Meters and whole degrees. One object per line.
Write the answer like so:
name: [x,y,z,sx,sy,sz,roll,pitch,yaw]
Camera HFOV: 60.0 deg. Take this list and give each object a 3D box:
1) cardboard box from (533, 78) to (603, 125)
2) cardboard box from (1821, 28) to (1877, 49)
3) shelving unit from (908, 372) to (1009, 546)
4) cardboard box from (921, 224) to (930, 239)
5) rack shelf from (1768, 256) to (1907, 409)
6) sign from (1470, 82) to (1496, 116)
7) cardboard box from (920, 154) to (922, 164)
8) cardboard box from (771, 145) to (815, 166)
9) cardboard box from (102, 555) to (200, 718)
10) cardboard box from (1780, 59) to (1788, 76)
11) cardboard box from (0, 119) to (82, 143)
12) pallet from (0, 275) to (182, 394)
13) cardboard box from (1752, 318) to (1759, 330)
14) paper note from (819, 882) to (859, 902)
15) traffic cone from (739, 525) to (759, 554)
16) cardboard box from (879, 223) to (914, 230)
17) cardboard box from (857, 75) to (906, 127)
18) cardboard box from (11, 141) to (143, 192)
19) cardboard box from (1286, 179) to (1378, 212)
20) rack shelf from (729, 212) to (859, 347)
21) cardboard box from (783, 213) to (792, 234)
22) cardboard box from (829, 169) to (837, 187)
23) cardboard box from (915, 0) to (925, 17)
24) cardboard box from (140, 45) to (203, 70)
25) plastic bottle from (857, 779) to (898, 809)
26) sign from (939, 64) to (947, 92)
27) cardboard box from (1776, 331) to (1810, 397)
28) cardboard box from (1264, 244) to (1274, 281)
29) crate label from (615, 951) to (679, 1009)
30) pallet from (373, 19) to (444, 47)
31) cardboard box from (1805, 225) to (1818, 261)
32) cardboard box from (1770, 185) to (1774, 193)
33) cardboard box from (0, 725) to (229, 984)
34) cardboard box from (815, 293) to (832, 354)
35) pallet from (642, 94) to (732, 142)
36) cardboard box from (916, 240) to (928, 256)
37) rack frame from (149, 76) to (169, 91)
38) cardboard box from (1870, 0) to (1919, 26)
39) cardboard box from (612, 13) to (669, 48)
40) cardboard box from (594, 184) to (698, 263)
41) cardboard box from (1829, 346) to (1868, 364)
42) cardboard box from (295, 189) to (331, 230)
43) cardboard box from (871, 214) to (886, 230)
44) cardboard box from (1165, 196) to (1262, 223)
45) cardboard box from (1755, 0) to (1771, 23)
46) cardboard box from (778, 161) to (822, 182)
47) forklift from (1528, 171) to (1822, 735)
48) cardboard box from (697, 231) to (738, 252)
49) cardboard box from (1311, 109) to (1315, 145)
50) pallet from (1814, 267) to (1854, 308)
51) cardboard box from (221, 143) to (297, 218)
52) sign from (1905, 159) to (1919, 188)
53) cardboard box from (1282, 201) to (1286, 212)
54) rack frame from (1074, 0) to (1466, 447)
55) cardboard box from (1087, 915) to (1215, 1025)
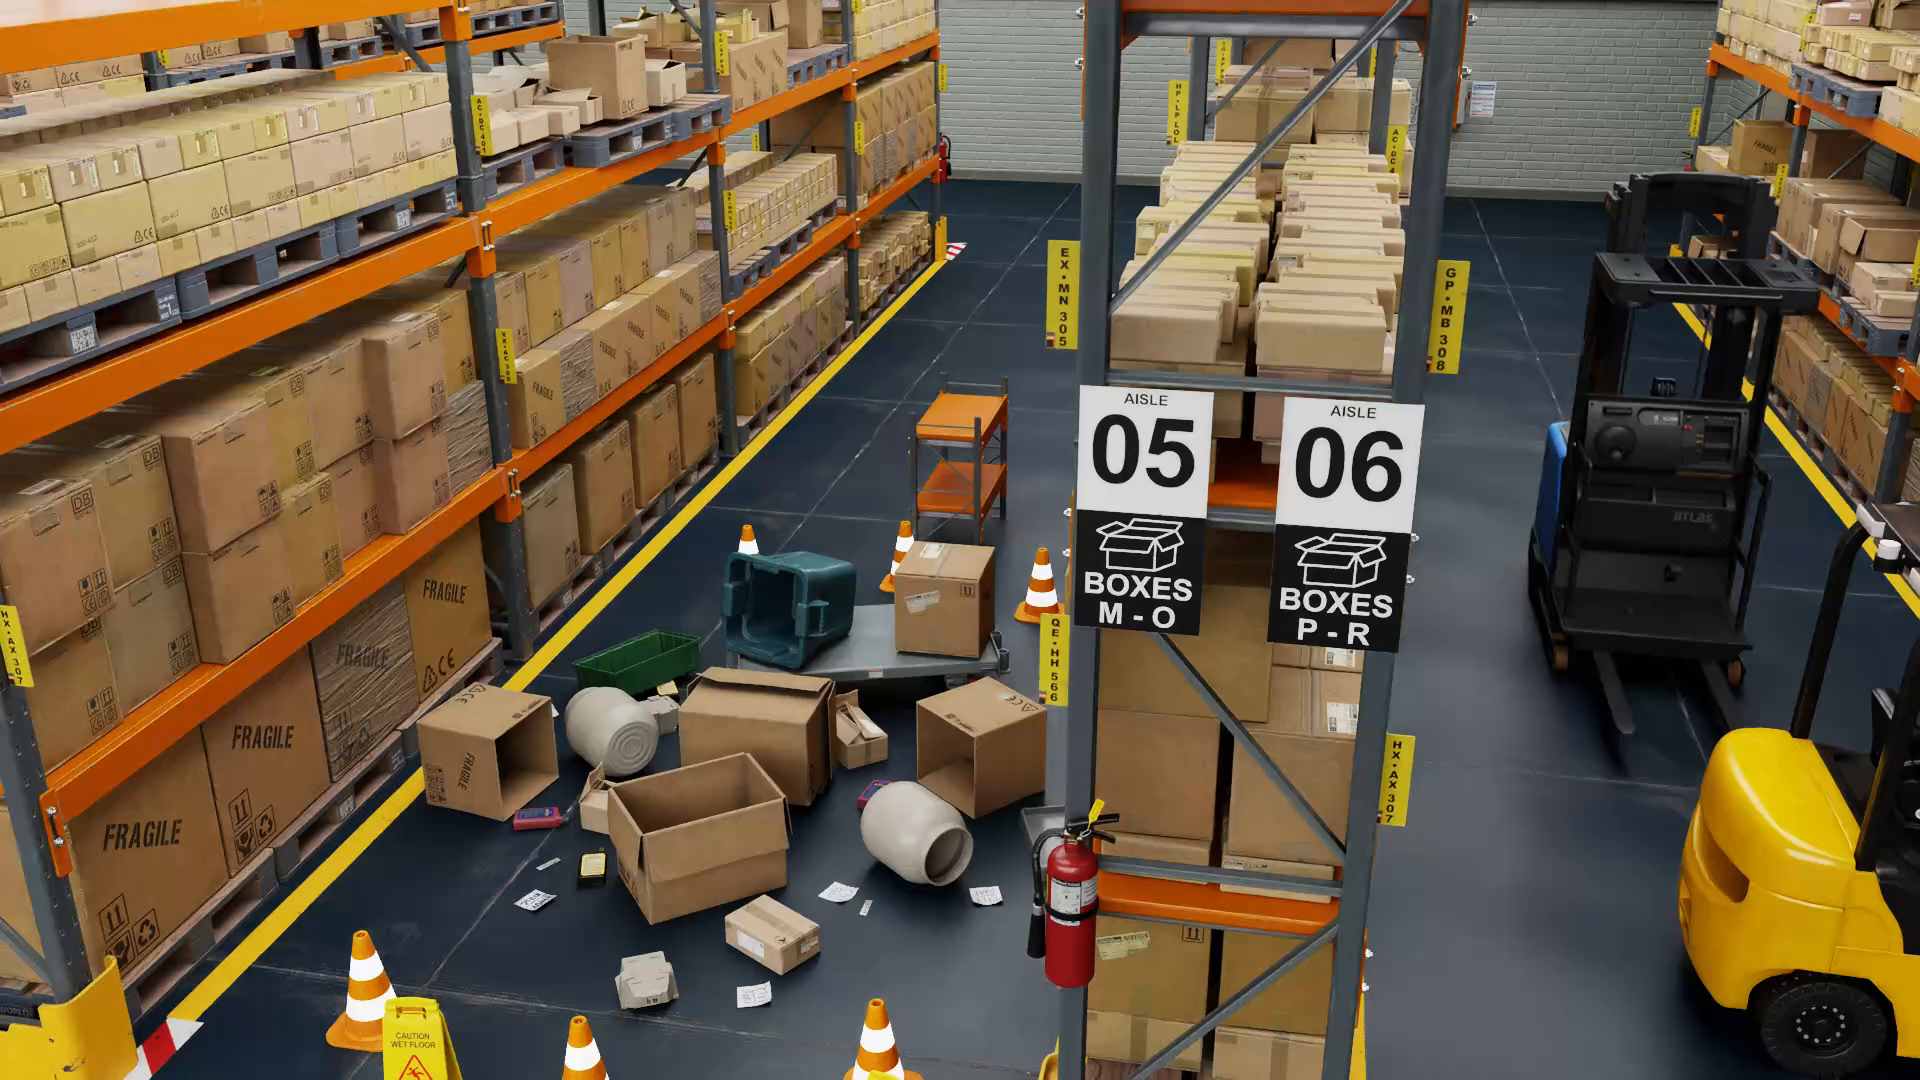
cardboard box: [-2.613,-2.918,11.052,0.396,0.266,0.258,4,22,11]
cardboard box: [7.588,-4.273,14.176,0.380,0.149,0.250,4,22,10]
shelving unit: [0.001,-0.524,12.150,0.538,1.125,1.048,4,22,11]
cardboard box: [-0.582,-3.864,20.787,0.380,0.149,0.250,4,22,9]
rack shelf: [7.748,-1.822,13.827,1.077,0.370,4.000,4,22,11]
sign: [7.793,-6.572,24.784,0.329,0.494,0.001,4,22,11]
cardboard box: [-0.668,-4.630,20.170,0.380,0.149,0.250,4,22,10]
cardboard box: [-1.748,-3.988,17.708,0.500,0.500,0.500,4,22,11]
cardboard box: [-3.897,0.372,7.214,0.875,0.550,0.550,4,22,11]
cardboard box: [8.057,-4.503,15.841,0.380,0.149,0.250,5,23,13]
cardboard box: [-4.022,-1.716,7.158,0.380,0.149,0.250,4,22,10]
pallet: [-3.878,-0.839,6.524,1.003,0.211,1.213,4,22,11]
cardboard box: [8.055,-2.171,16.826,0.396,0.266,0.258,5,23,13]
paper note: [-0.588,1.710,8.082,0.148,0.019,0.142,13,25,29]
traffic cone: [-1.451,0.122,11.431,0.336,0.463,0.334,4,22,11]
cardboard box: [-0.765,-3.722,20.037,0.380,0.149,0.250,4,22,9]
cardboard box: [-0.909,-4.960,18.783,0.500,0.500,0.500,4,22,9]
cardboard box: [-3.483,-1.478,6.565,0.380,0.149,0.250,5,22,11]
cardboard box: [1.615,-1.469,7.239,0.380,0.149,0.250,4,22,10]
rack shelf: [-1.978,-2.540,15.608,1.077,0.370,4.000,4,22,11]
cardboard box: [-1.775,-2.949,15.434,0.380,0.149,0.250,4,22,9]
cardboard box: [-1.458,-3.661,16.804,0.380,0.149,0.250,5,23,13]
cardboard box: [-0.702,-6.247,19.365,0.500,0.250,0.500,4,22,9]
cardboard box: [-7.167,-4.420,14.597,0.797,0.503,0.637,6,23,14]
plastic bottle: [-0.435,1.353,8.912,0.133,0.061,0.283,8,23,20]
sign: [-0.215,-5.702,20.523,0.100,0.325,0.005,4,22,11]
cardboard box: [7.738,-1.568,15.015,0.500,0.500,0.500,4,22,10]
cardboard box: [1.310,-1.328,7.957,0.380,0.149,0.250,4,22,11]
crate label: [-1.384,1.944,7.344,0.250,0.136,0.298,-7,23,-17]
pallet: [-6.228,-5.669,18.517,1.003,0.211,1.213,4,22,11]
cardboard box: [7.497,-2.541,14.266,0.396,0.266,0.258,6,23,14]
cardboard box: [8.109,-3.345,16.447,0.500,0.250,0.500,5,22,11]
cardboard box: [-3.945,1.321,7.339,0.875,0.875,0.875,5,22,11]
cardboard box: [-1.580,-2.163,16.493,0.500,0.500,0.500,4,22,10]
pallet: [-2.466,-3.206,12.537,1.213,0.211,1.003,6,23,13]
cardboard box: [-0.611,-3.630,20.606,0.380,0.149,0.250,5,23,13]
rack frame: [-7.221,-2.557,14.688,1.000,3.000,0.127,4,22,11]
cardboard box: [8.161,-4.617,14.474,0.396,0.266,0.258,4,22,10]
cardboard box: [-2.558,-4.103,13.352,0.396,0.266,0.258,4,22,11]
cardboard box: [-2.488,-2.489,13.046,0.700,0.500,0.500,4,22,11]
cardboard box: [7.591,-1.530,14.052,0.380,0.149,0.250,5,22,11]
cardboard box: [-3.222,-1.572,7.866,0.380,0.149,0.250,4,22,10]
cardboard box: [-1.132,-3.941,20.580,0.380,0.149,0.250,5,22,12]
cardboard box: [1.044,-1.318,6.866,0.380,0.149,0.250,5,22,12]
cardboard box: [8.331,-5.343,16.722,0.500,0.250,0.500,5,22,12]
cardboard box: [-1.570,-3.605,16.267,0.380,0.149,0.250,4,22,9]
forklift: [4.273,-0.619,9.968,1.130,2.935,3.031,5,22,11]
cardboard box: [-2.091,-2.520,13.971,0.380,0.149,0.250,5,23,13]
cardboard box: [2.359,-2.410,9.946,0.500,0.250,0.500,4,22,10]
pallet: [7.732,-2.047,13.679,1.003,0.211,1.213,4,22,11]
cardboard box: [-3.361,-1.628,7.472,0.500,0.250,0.500,4,22,11]
sign: [8.700,-3.384,15.190,0.100,0.325,0.005,4,22,11]
cardboard box: [1.735,-1.432,7.681,0.500,0.250,0.500,4,22,10]
rack frame: [0.848,-1.659,4.427,1.000,3.000,0.127,4,22,11]
cardboard box: [0.756,1.544,6.619,0.500,0.500,0.500,5,22,11]
